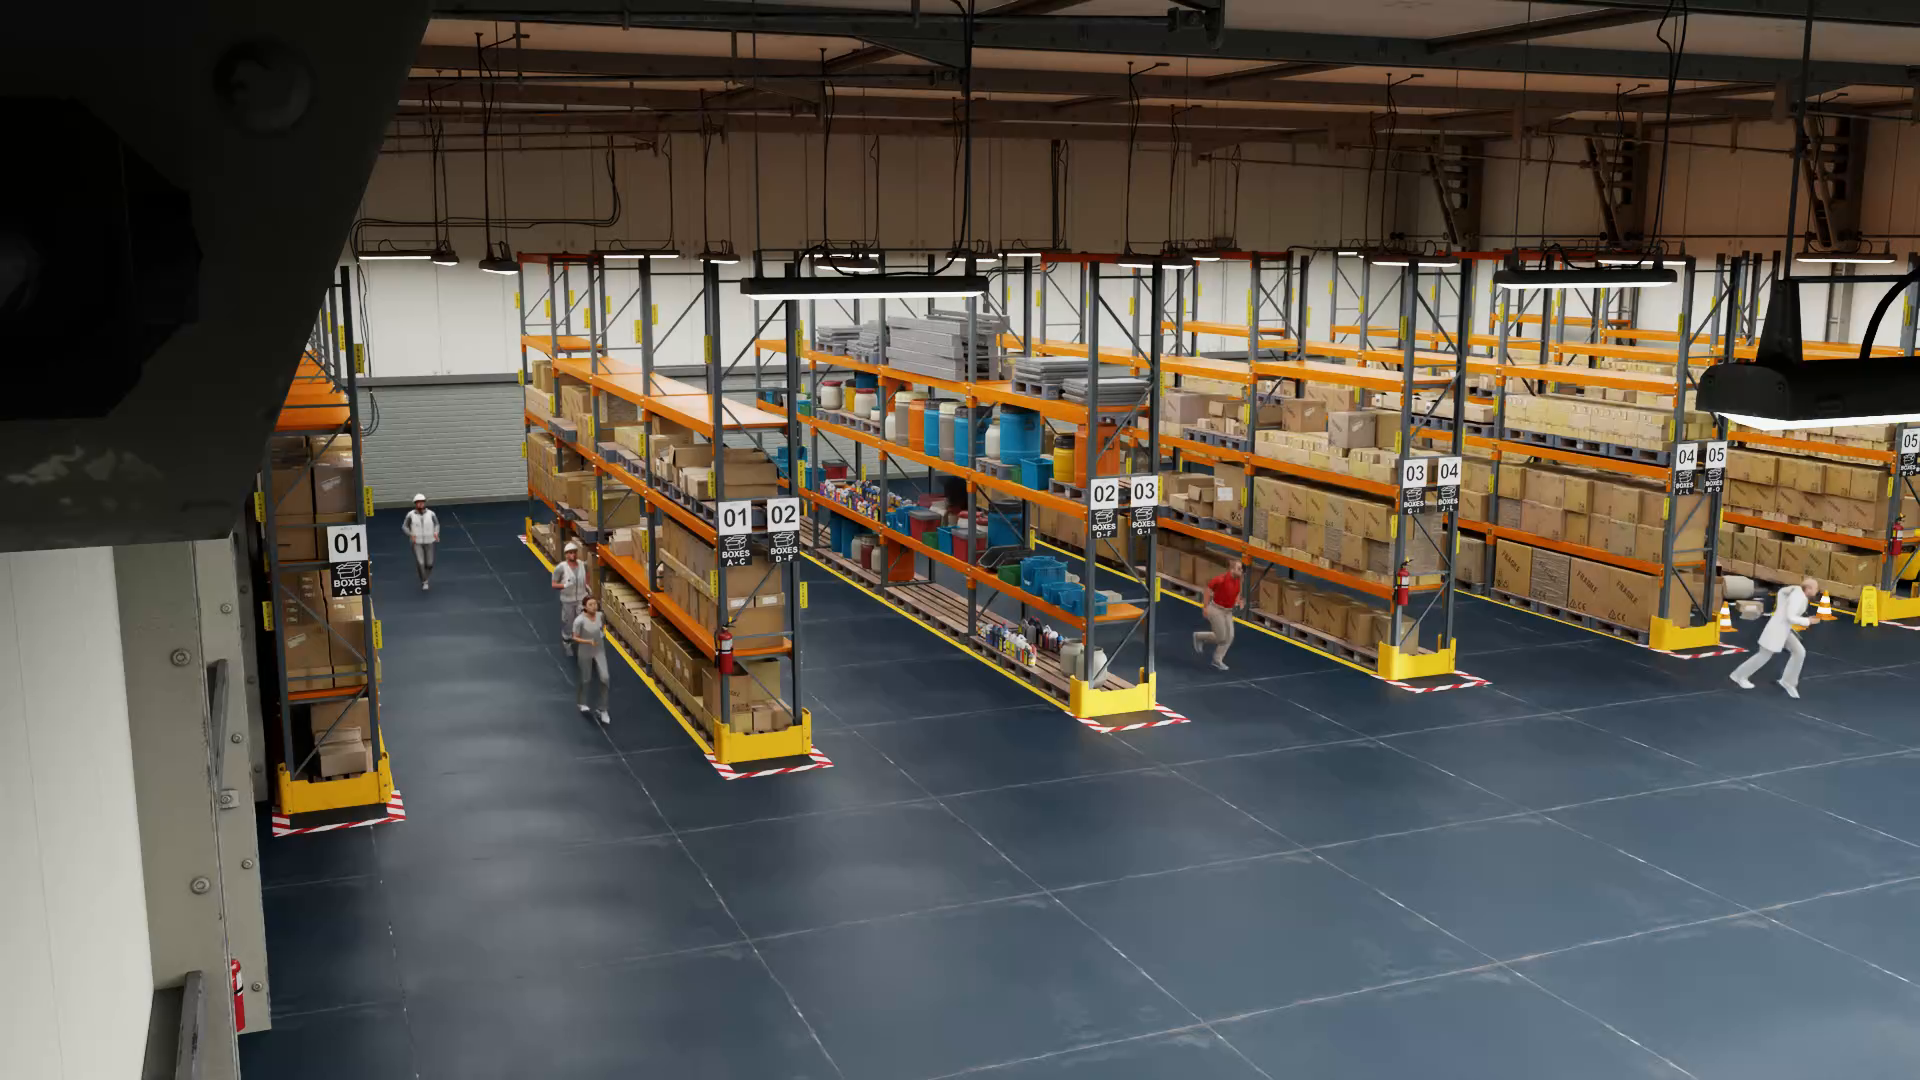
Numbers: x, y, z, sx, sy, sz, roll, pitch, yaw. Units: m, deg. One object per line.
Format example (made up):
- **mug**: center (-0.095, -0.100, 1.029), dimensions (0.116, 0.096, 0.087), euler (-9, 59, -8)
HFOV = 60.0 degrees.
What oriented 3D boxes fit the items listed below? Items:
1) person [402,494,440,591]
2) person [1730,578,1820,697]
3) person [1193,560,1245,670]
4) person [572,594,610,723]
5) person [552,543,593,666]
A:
- **person**: center (-9.761, 0.022, 30.173), dimensions (0.660, 1.734, 0.599), euler (-5, 11, -24)
- **person**: center (11.378, 1.348, 23.192), dimensions (1.072, 1.737, 0.753), euler (6, 12, 30)
- **person**: center (3.861, 1.085, 24.637), dimensions (0.710, 1.662, 0.658), euler (8, 13, 38)
- **person**: center (-4.885, 1.547, 21.978), dimensions (0.507, 1.710, 0.809), euler (-6, 12, -29)
- **person**: center (-5.778, 0.943, 24.817), dimensions (0.624, 1.829, 0.850), euler (-6, 12, -28)
